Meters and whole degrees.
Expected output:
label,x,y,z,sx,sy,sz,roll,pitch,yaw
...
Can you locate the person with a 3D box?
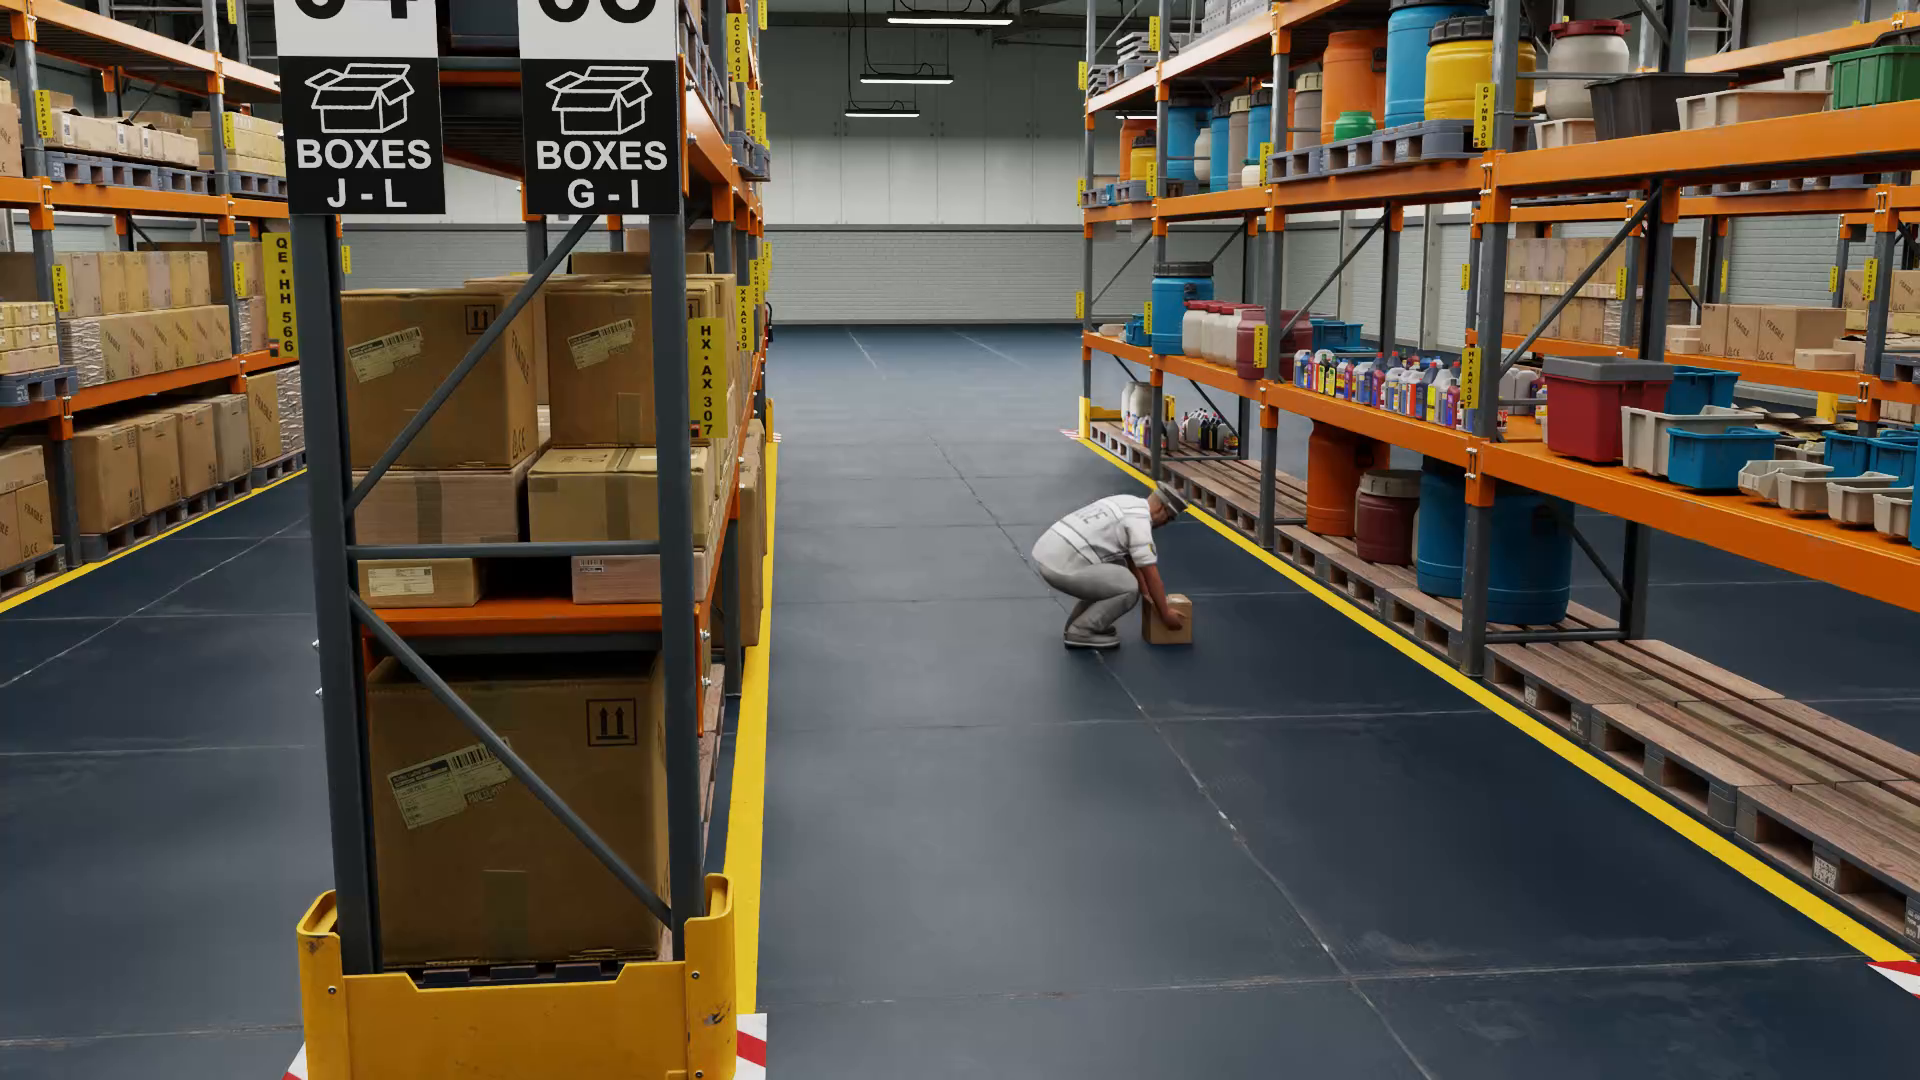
label,x,y,z,sx,sy,sz,roll,pitch,yaw
person,0.904,0.135,9.936,0.951,0.958,0.565,-1,10,-6
